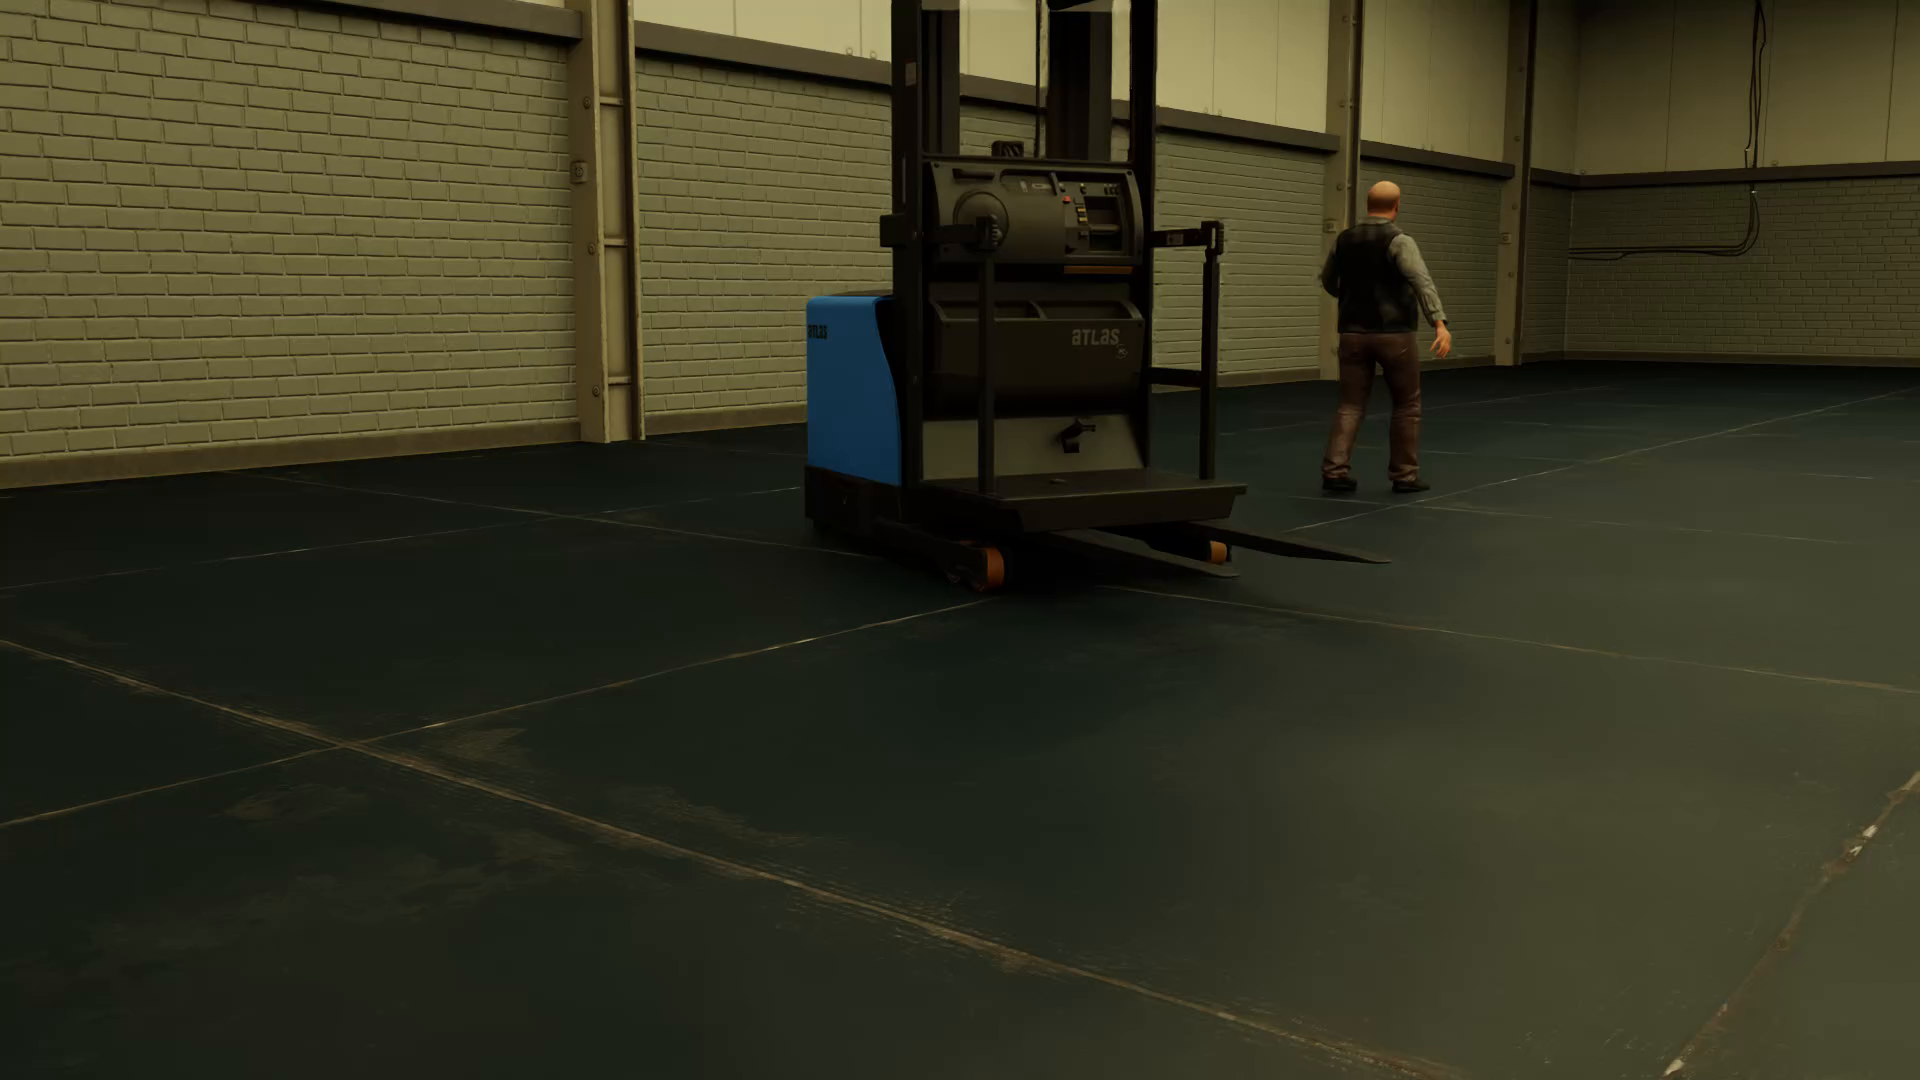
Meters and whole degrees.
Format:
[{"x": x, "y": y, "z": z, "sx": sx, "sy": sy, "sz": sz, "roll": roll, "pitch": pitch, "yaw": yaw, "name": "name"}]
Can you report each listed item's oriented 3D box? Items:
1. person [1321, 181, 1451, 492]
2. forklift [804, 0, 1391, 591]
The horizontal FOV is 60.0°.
[{"x": 2.331, "y": -1.092, "z": 9.077, "sx": 0.943, "sy": 1.701, "sz": 0.756, "roll": 8, "pitch": 12, "yaw": 44, "name": "person"}, {"x": 0.412, "y": -1.335, "z": 6.405, "sx": 1.130, "sy": 2.935, "sz": 3.031, "roll": -4, "pitch": 9, "yaw": -27, "name": "forklift"}]
